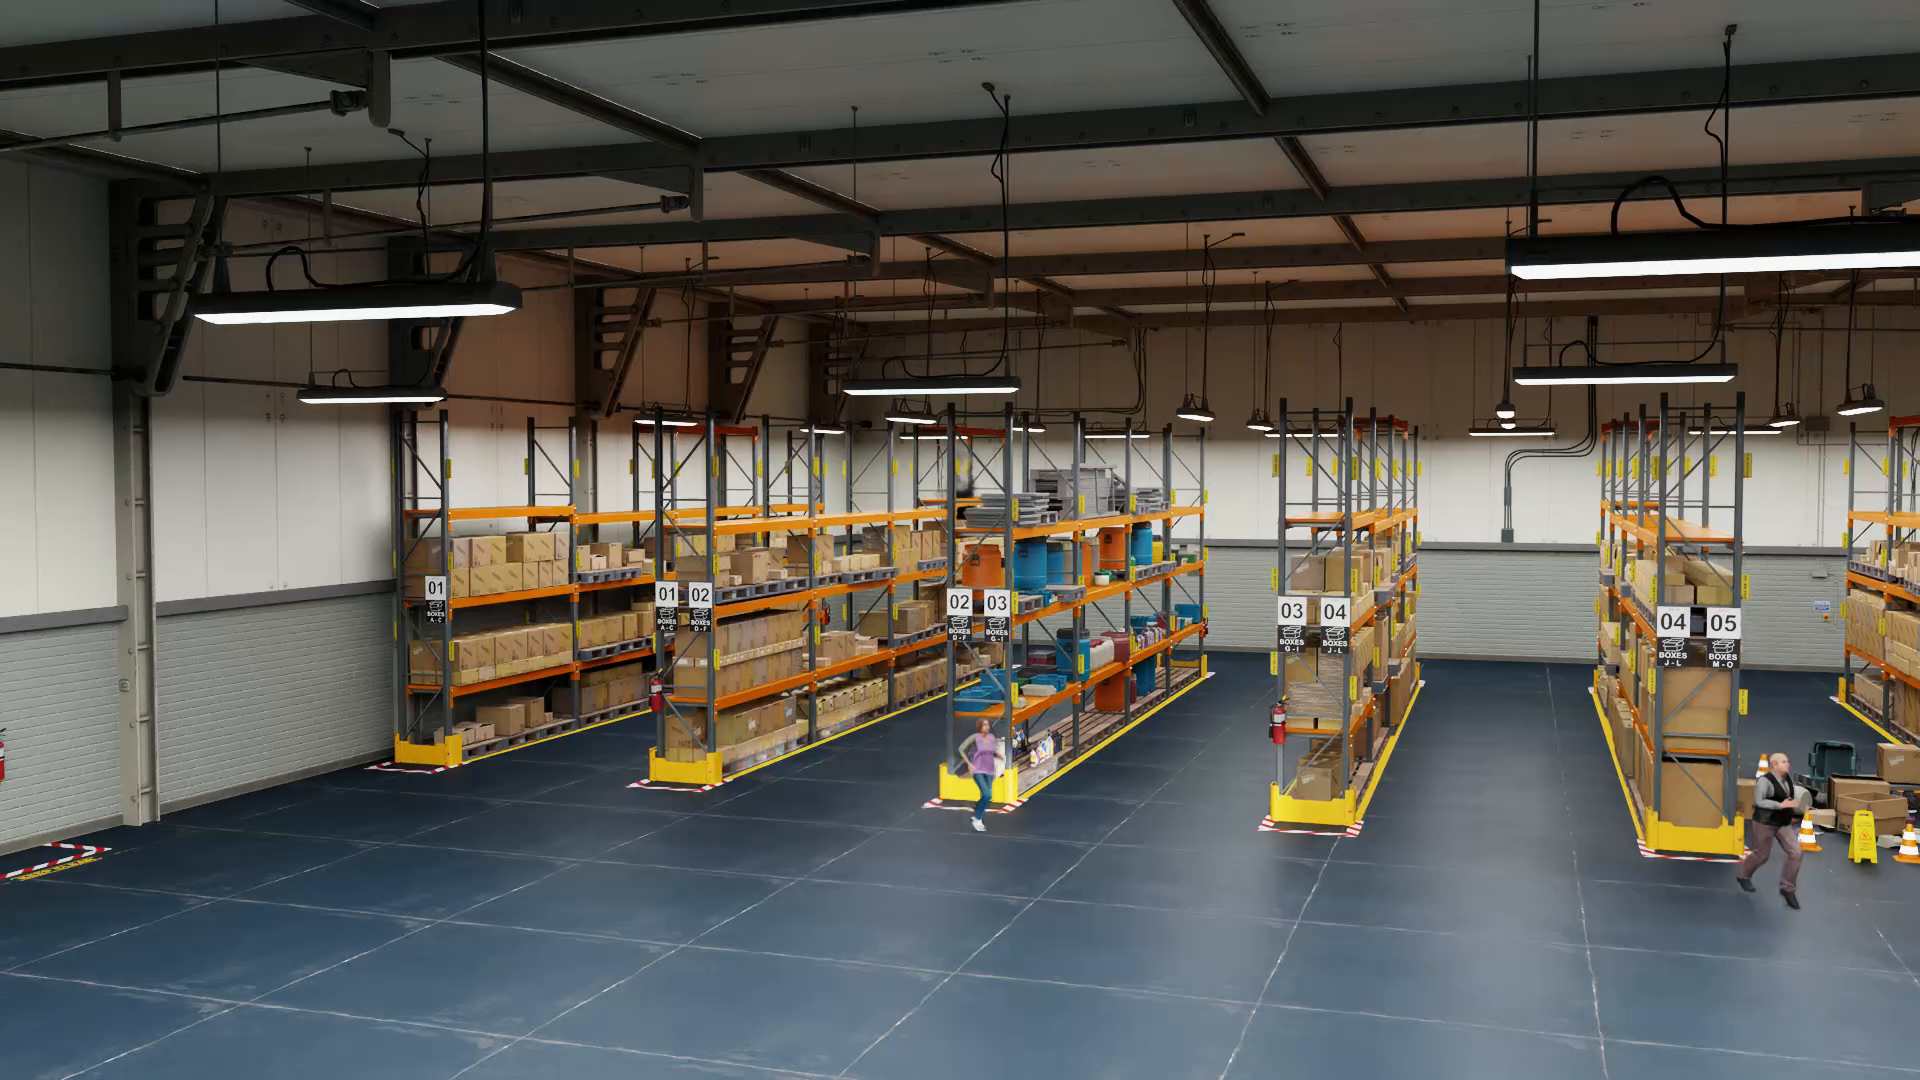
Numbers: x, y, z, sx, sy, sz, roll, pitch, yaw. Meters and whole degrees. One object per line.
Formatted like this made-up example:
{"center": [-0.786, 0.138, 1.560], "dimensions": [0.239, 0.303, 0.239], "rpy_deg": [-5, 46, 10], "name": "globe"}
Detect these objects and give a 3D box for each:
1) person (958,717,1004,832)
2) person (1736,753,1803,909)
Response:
{"center": [0.327, 3.225, 22.873], "dimensions": [0.542, 1.574, 0.632], "rpy_deg": [-2, 3, -34], "name": "person"}
{"center": [9.373, 3.325, 19.253], "dimensions": [0.678, 1.767, 0.857], "rpy_deg": [-1, 3, -24], "name": "person"}
